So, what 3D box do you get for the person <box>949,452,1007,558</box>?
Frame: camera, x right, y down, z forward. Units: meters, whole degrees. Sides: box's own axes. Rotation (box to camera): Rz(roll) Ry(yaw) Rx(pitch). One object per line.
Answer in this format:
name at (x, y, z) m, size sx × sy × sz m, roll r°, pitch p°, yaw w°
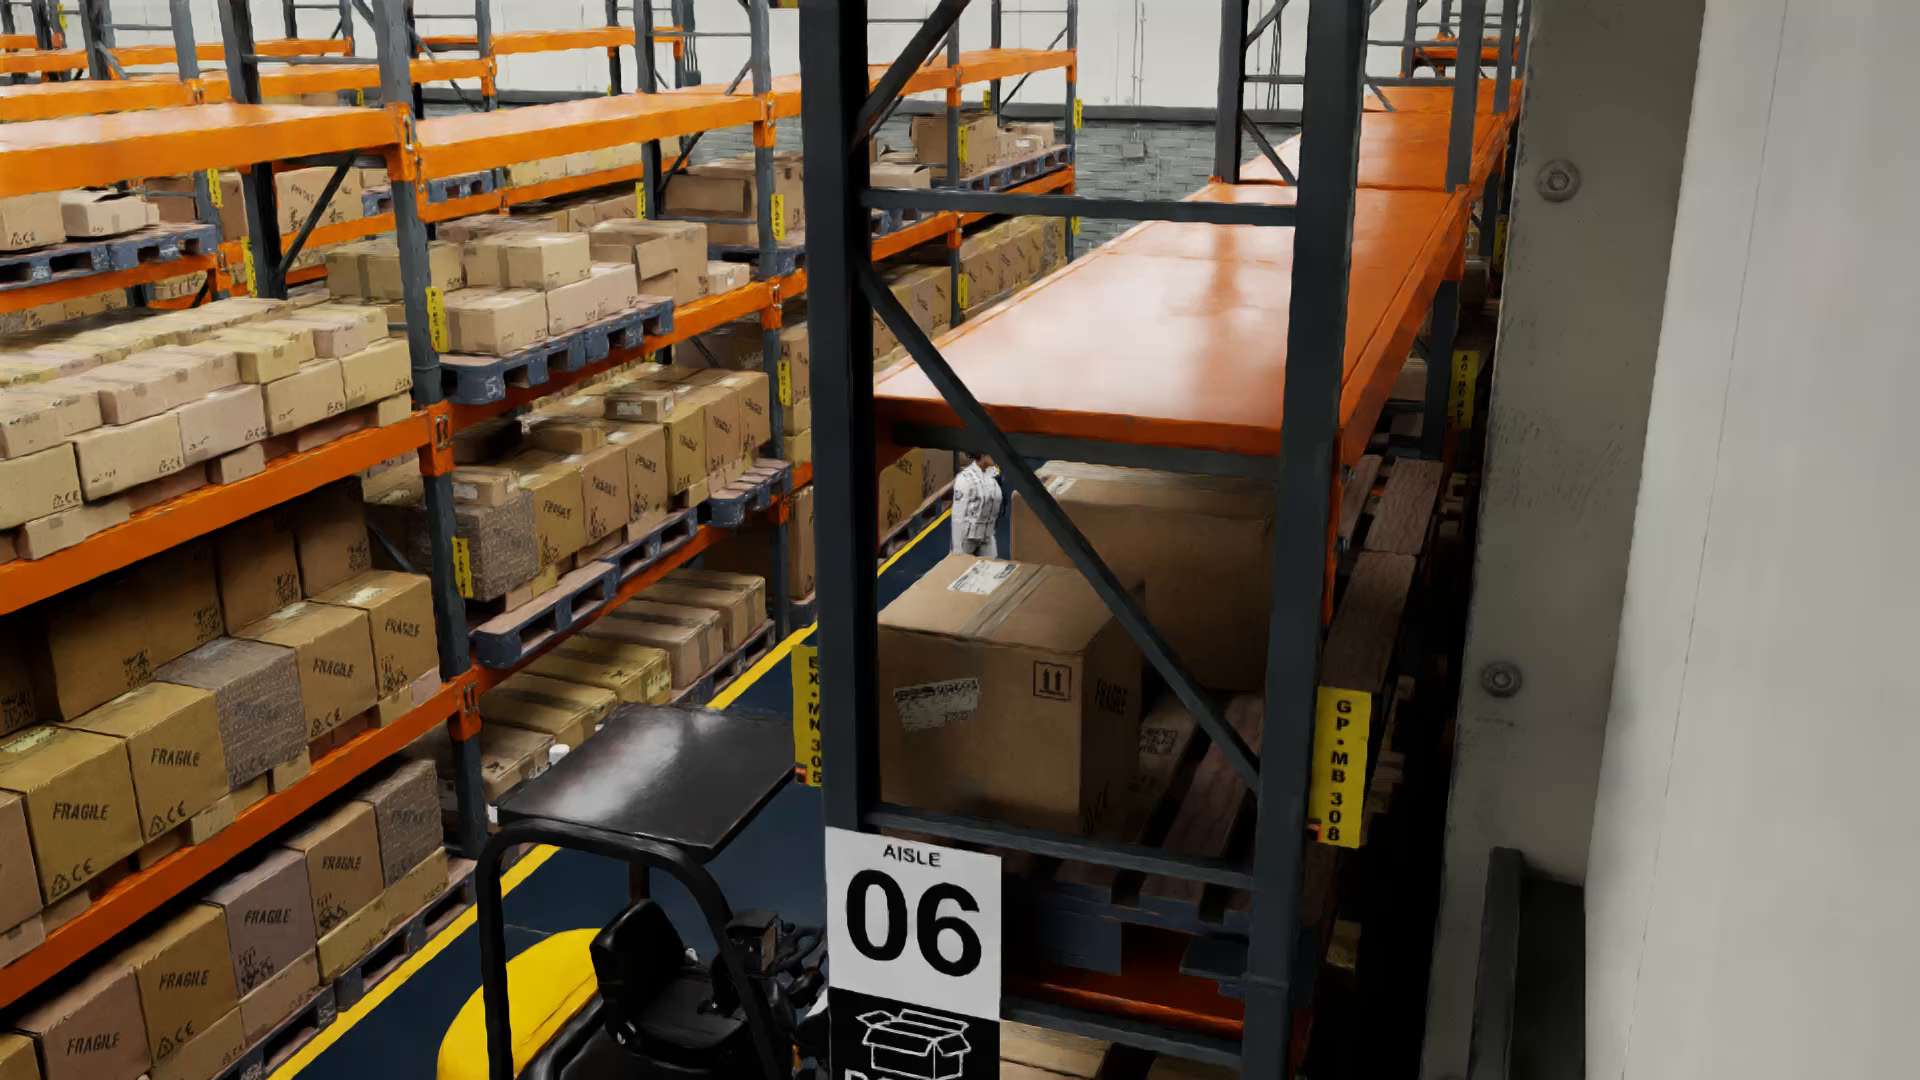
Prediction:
person at (0.110, -0.005, 12.666) m, size 0.605 × 1.637 × 0.390 m, roll -18°, pitch 25°, yaw -41°
